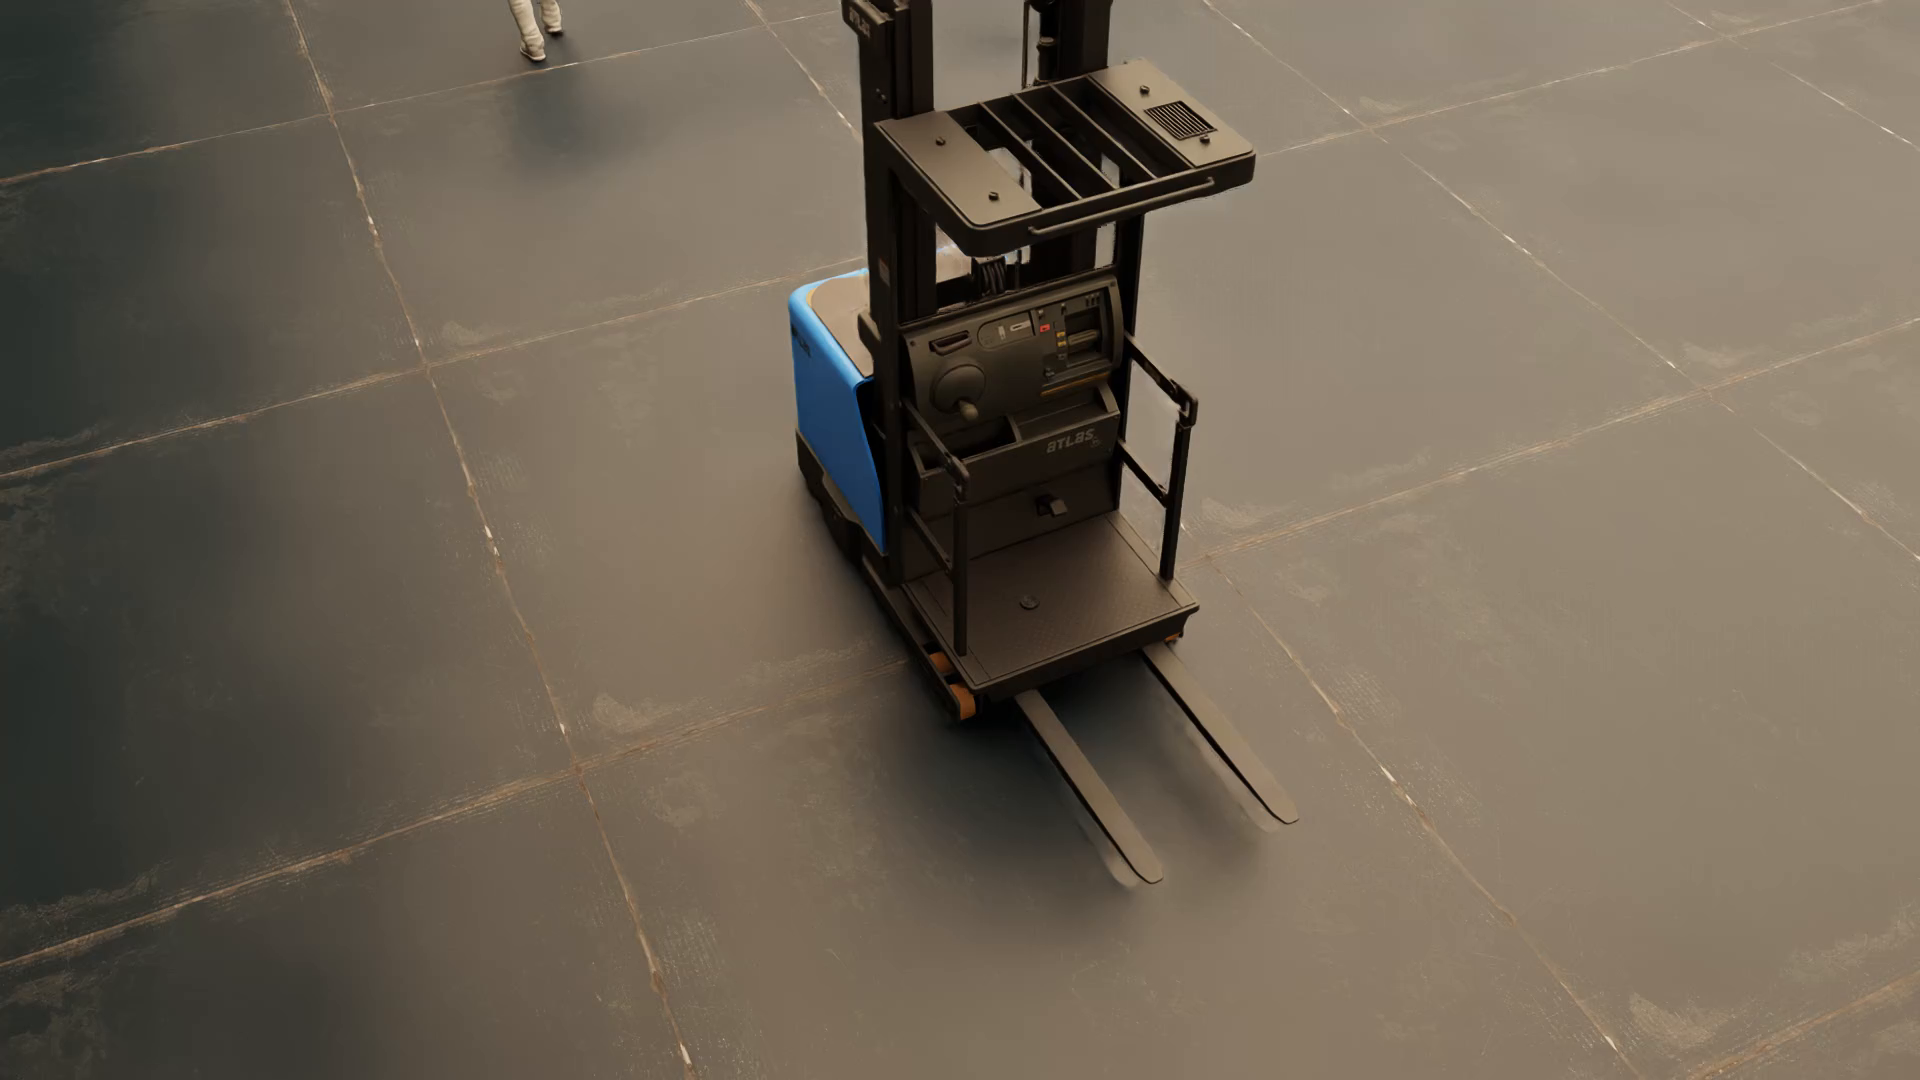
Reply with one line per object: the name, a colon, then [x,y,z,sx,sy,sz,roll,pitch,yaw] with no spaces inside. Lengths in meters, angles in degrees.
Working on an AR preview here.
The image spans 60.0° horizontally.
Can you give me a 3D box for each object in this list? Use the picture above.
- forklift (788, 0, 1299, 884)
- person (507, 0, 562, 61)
forklift: [0.322,-0.662,6.390,1.130,2.935,3.031,-19,46,-19]
person: [-2.907,-4.028,10.989,0.913,1.689,0.585,-20,47,-20]
